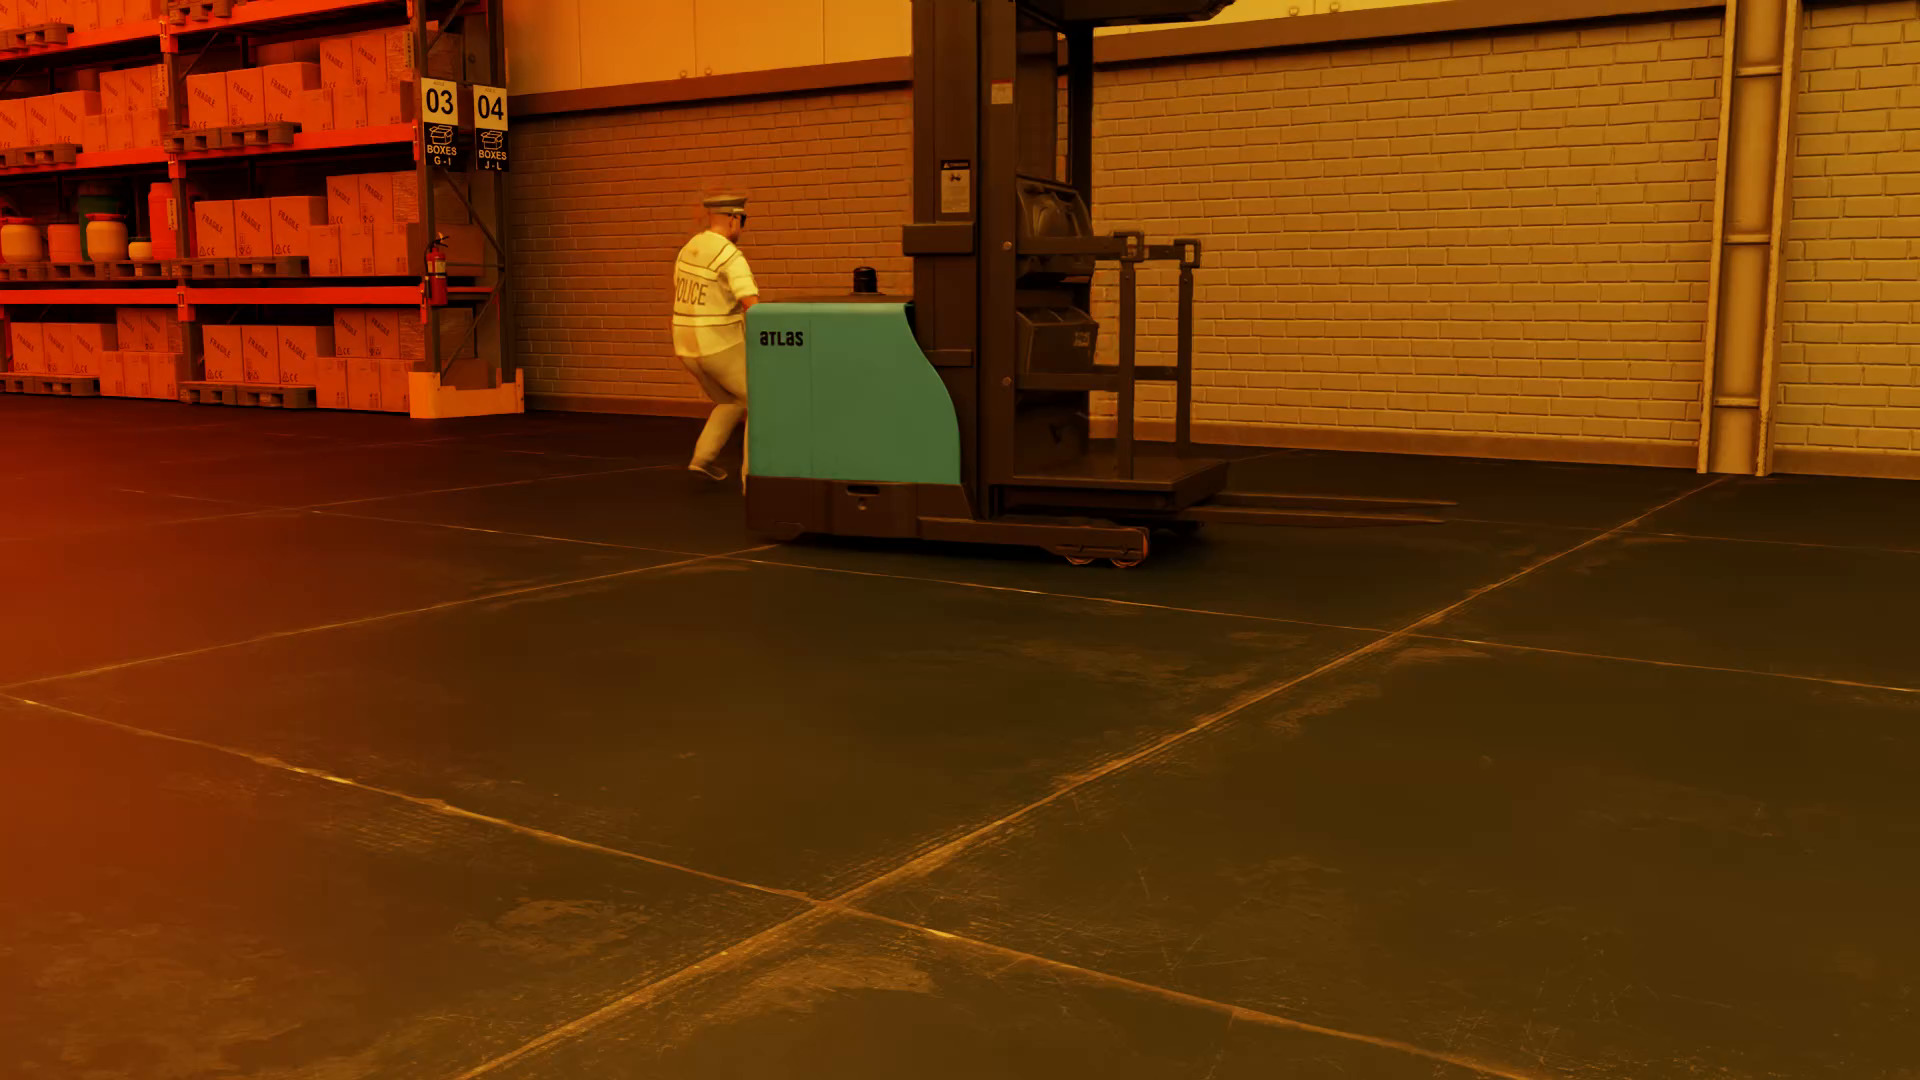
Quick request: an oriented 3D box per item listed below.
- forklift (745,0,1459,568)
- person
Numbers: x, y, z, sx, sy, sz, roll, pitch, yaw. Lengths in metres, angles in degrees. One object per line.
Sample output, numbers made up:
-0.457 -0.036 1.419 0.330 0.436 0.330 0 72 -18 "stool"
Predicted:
0.605 -1.421 7.183 3.031 2.935 1.130 3 9 21 "forklift"
-1.311 -1.109 9.419 0.502 1.668 0.737 -7 11 -42 "person"
